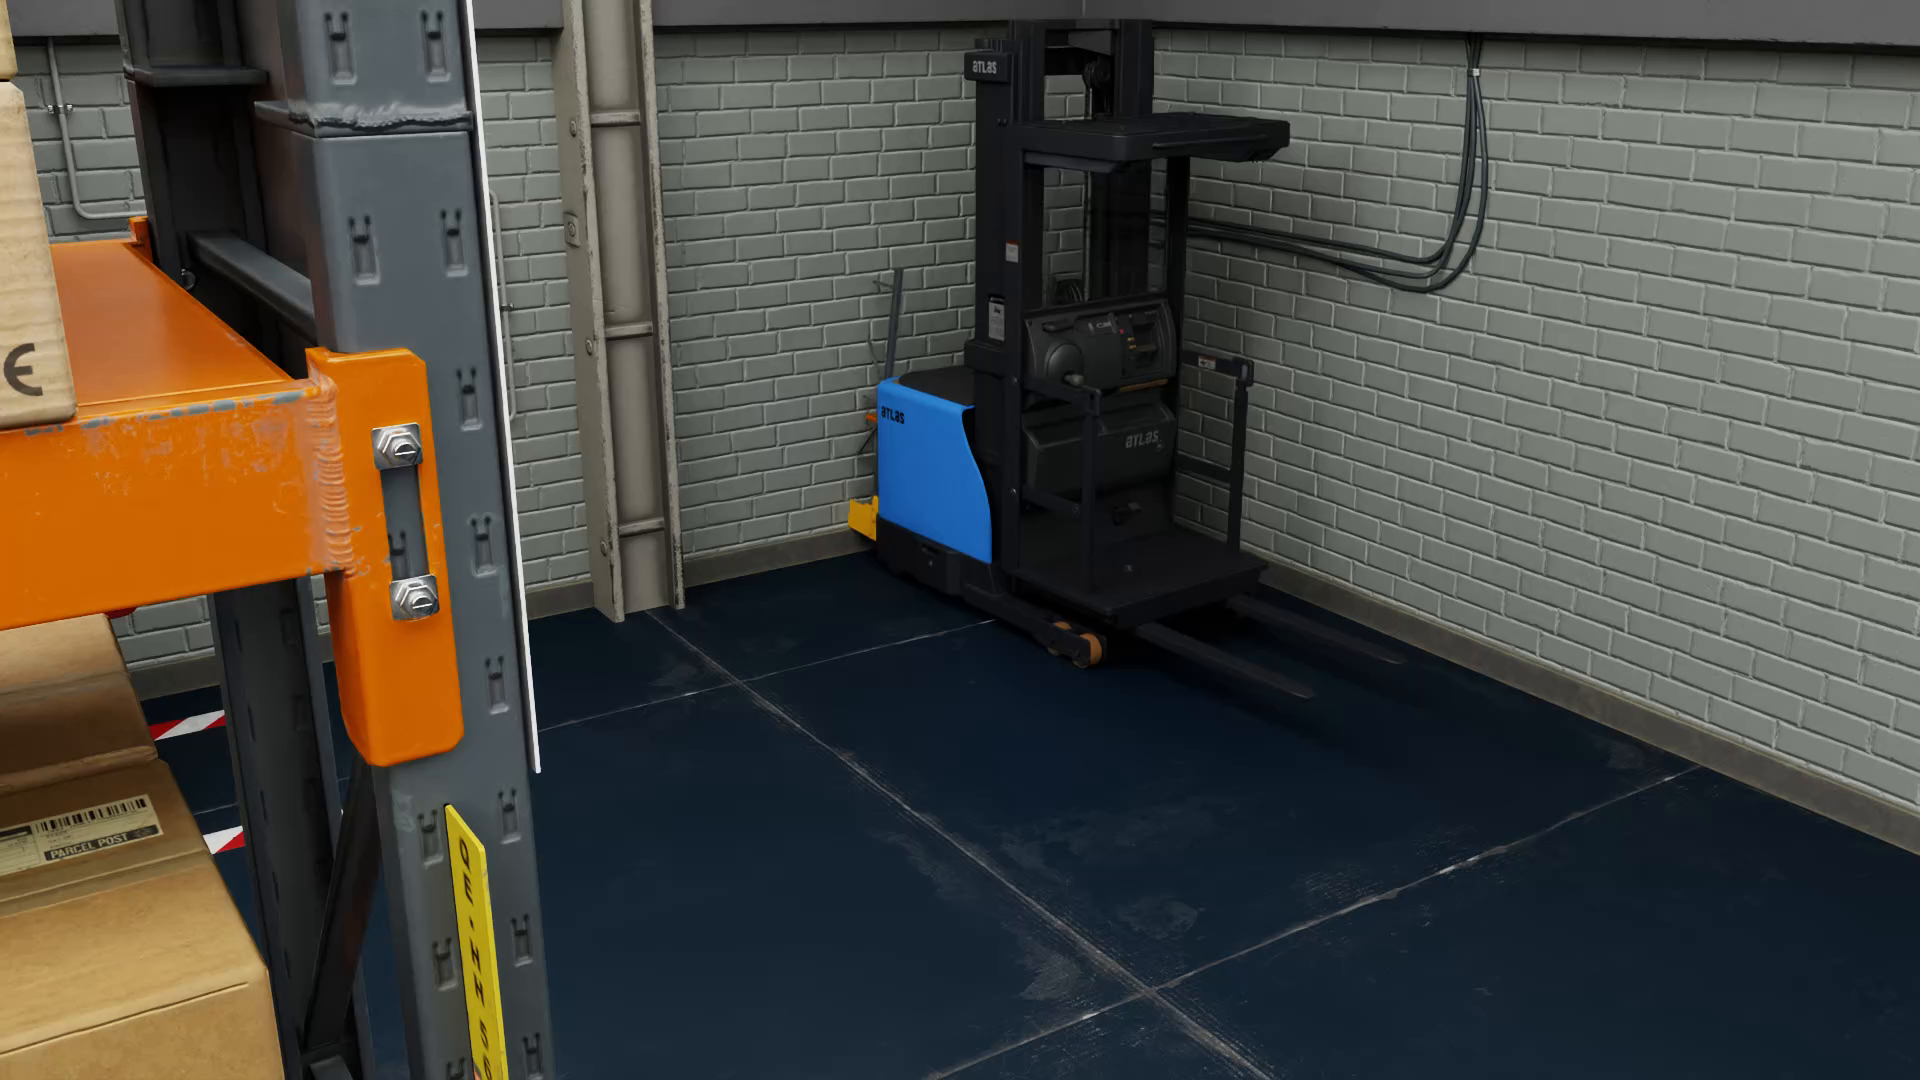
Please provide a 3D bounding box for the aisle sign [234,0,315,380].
[{"bbox_3d":[-0.838,-0.365,2.082,0.004,0.787,0.394,-12,22,-31],"label":"aisle sign"}]

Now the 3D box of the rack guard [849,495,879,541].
[{"bbox_3d":[-0.582,-0.198,9.466,0.087,0.250,0.587,-4,18,-33],"label":"rack guard"}]

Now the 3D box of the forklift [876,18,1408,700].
[{"bbox_3d":[0.828,-0.955,7.993,1.130,2.935,3.031,-14,23,-35],"label":"forklift"}]

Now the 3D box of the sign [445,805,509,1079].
[{"bbox_3d":[-0.445,0.411,1.545,0.005,0.325,0.100,-12,22,-31],"label":"sign"}]

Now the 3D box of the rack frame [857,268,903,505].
[{"bbox_3d":[-0.531,-0.797,9.294,0.032,1.500,0.500,-4,18,-33],"label":"rack frame"}]

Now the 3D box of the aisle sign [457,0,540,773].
[{"bbox_3d":[-0.508,-0.205,1.607,0.004,0.787,0.394,-12,22,-31],"label":"aisle sign"}]

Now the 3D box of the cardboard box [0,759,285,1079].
[{"bbox_3d":[-0.954,0.588,1.605,0.500,0.500,0.500,-12,22,-32],"label":"cardboard box"}]

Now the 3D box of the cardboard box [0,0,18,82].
[{"bbox_3d":[-1.022,-0.471,1.225,0.500,0.250,0.500,-12,22,-31],"label":"cardboard box"}]

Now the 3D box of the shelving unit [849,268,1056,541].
[{"bbox_3d":[-0.098,-0.824,9.576,1.083,1.500,0.587,-4,18,-33],"label":"shelving unit"}]

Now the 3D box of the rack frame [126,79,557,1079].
[{"bbox_3d":[-0.734,0.957,2.231,0.127,3.000,1.000,-12,22,-31],"label":"rack frame"}]

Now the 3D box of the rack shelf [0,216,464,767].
[{"bbox_3d":[-2.404,0.229,0.823,4.000,0.370,1.077,-12,22,-31],"label":"rack shelf"}]

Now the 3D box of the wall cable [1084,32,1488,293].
[{"bbox_3d":[1.459,-2.639,8.348,0.112,2.526,3.097,-12,22,-31],"label":"wall cable"}]

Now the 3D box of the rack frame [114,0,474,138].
[{"bbox_3d":[-0.734,-1.885,1.270,0.127,3.000,1.000,-12,22,-31],"label":"rack frame"}]

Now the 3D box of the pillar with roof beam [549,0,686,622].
[{"bbox_3d":[0.686,-2.765,3.872,0.400,9.000,9.100,-12,22,-31],"label":"pillar with roof beam"}]

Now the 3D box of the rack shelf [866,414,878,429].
[{"bbox_3d":[-0.125,-0.651,9.618,1.000,0.185,0.538,-4,18,-33],"label":"rack shelf"}]

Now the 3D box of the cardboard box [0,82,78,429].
[{"bbox_3d":[-1.018,-0.232,1.298,0.500,0.250,0.500,-12,22,-31],"label":"cardboard box"}]

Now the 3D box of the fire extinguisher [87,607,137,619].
[{"bbox_3d":[-3.081,-0.057,5.933,0.183,0.674,0.296,-12,22,-31],"label":"fire extinguisher"}]

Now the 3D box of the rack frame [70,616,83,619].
[{"bbox_3d":[-3.461,-0.367,6.148,0.127,3.000,1.000,-12,22,-31],"label":"rack frame"}]

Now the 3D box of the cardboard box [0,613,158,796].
[{"bbox_3d":[-1.249,0.444,2.032,0.500,0.500,0.500,-11,22,-30],"label":"cardboard box"}]

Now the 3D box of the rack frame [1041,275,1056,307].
[{"bbox_3d":[0.320,-0.850,9.849,0.032,1.500,0.500,-4,18,-33],"label":"rack frame"}]

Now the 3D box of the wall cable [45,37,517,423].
[{"bbox_3d":[-2.912,-1.327,7.401,1.851,1.984,0.084,-12,22,-31],"label":"wall cable"}]
